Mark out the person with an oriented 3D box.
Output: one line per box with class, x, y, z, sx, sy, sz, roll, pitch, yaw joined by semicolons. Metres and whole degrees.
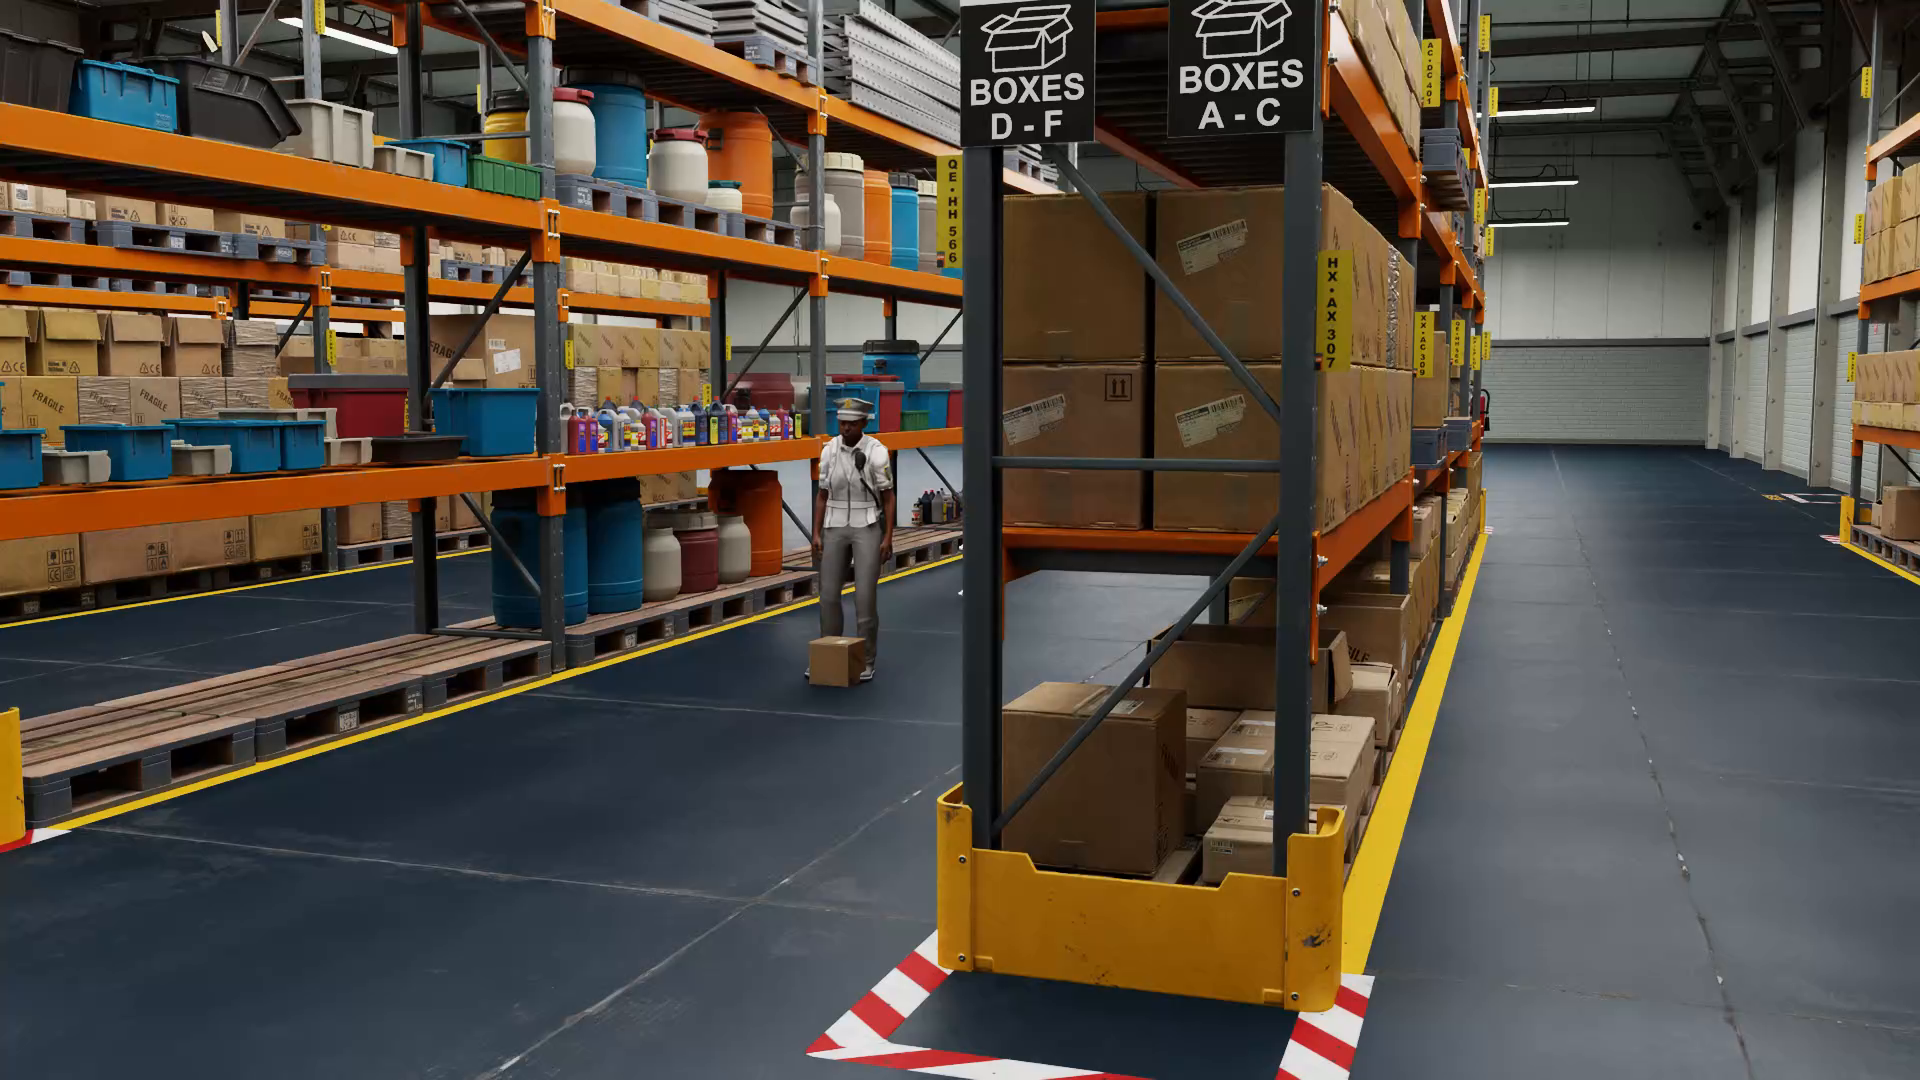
person;-0.647;-0.013;9.865;0.529;1.663;0.419;2;6;16
